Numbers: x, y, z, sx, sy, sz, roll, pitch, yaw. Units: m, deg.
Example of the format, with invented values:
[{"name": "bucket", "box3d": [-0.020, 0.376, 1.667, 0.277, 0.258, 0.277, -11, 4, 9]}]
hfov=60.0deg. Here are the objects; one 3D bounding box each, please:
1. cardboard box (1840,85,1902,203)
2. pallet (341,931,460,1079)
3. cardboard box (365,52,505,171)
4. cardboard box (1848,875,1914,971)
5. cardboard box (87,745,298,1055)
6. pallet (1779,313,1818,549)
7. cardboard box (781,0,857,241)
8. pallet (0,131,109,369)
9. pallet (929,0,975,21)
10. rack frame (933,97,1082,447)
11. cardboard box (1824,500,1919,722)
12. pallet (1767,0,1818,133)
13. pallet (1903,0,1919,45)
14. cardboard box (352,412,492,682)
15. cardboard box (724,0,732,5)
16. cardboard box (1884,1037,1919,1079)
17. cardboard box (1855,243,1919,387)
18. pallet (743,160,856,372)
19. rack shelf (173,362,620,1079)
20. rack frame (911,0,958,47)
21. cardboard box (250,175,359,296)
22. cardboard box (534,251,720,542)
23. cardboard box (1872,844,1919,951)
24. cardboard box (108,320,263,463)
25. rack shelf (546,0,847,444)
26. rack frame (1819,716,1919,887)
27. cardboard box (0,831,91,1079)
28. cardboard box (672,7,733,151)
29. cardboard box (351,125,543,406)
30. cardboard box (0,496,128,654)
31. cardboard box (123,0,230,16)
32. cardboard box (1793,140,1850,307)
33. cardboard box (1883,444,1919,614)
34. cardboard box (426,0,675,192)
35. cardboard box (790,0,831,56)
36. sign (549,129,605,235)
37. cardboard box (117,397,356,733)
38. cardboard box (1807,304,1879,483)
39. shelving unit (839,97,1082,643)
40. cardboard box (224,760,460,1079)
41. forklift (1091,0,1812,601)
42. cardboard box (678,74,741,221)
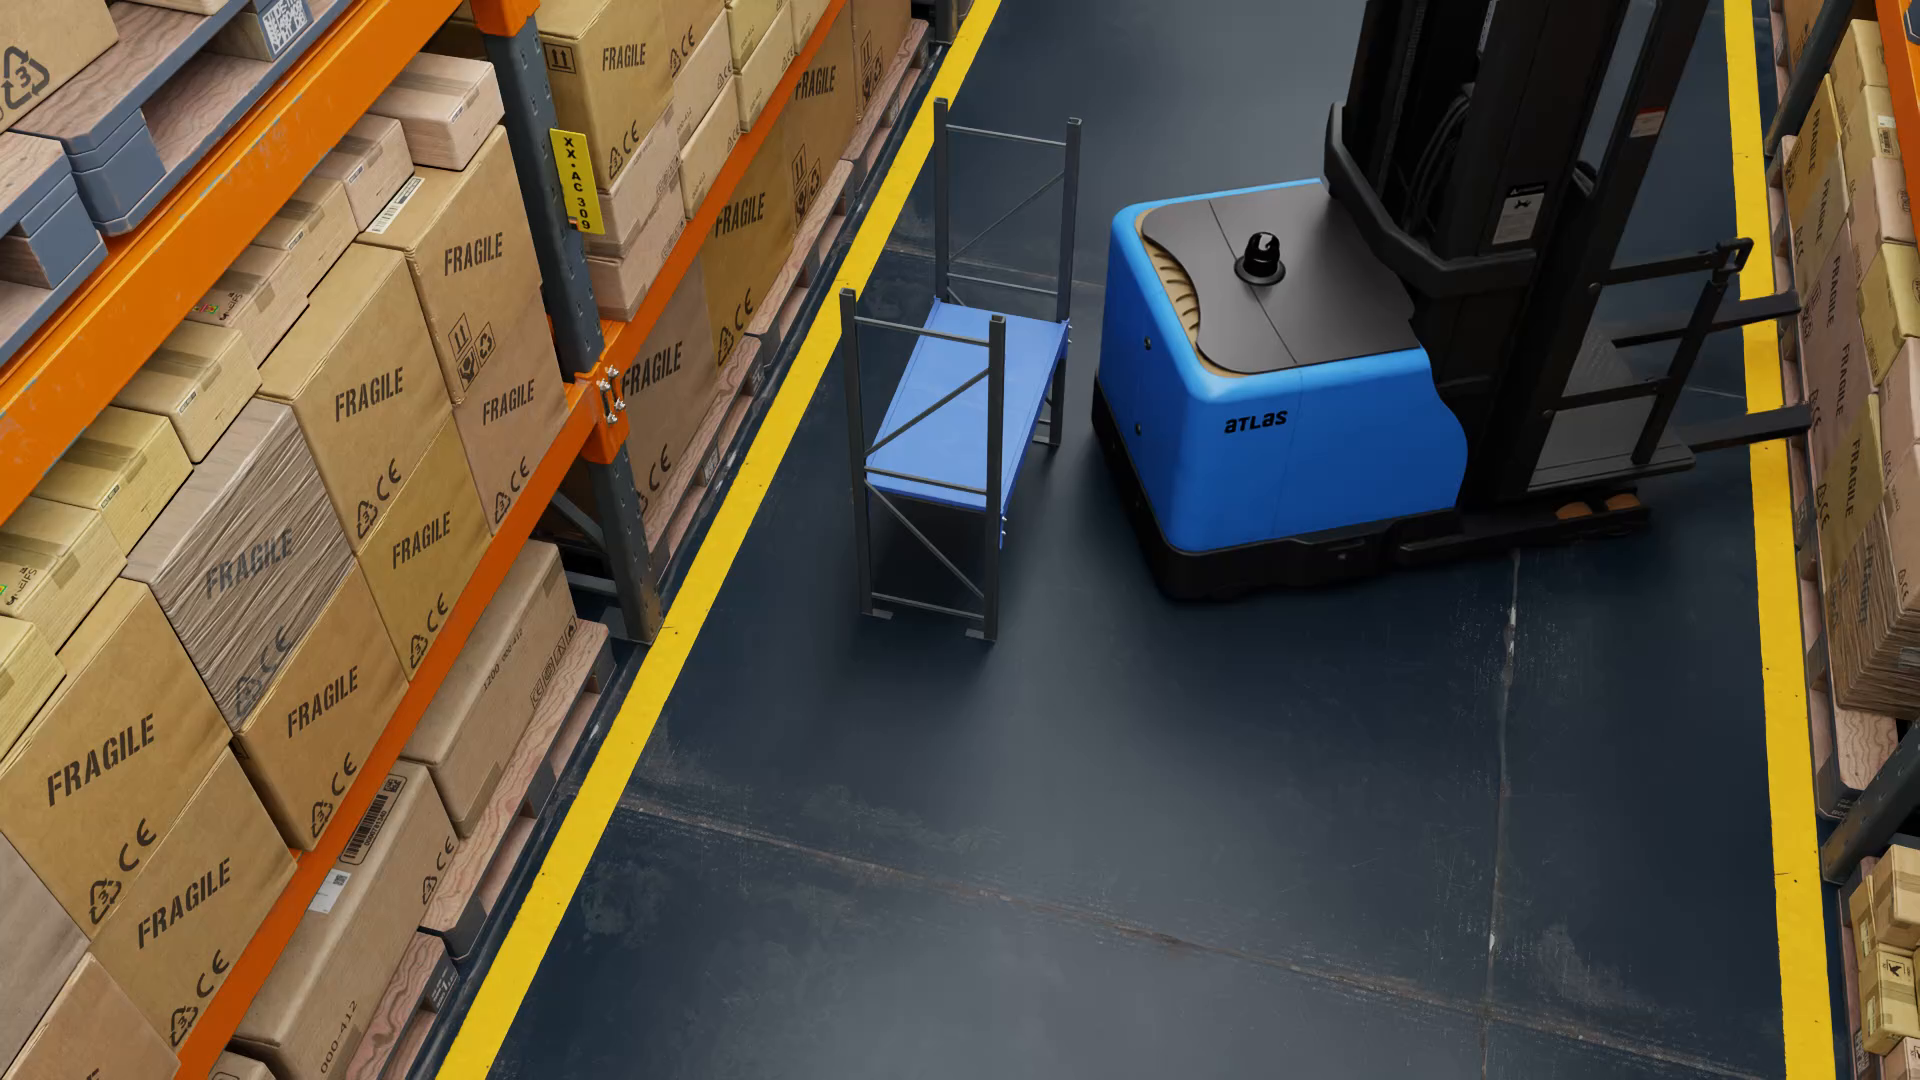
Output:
[{"name": "cardboard box", "box3d": [3.744, -1.486, 6.447, 0.500, 0.250, 0.500, 11, 49, 10]}, {"name": "pallet", "box3d": [-2.157, 1.589, 4.707, 1.003, 0.211, 1.213, 12, 50, 10]}, {"name": "cardboard box", "box3d": [-1.336, -1.047, 4.007, 0.380, 0.149, 0.250, 11, 49, 9]}, {"name": "cardboard box", "box3d": [2.834, 1.154, 4.852, 0.380, 0.149, 0.250, 10, 49, 8]}, {"name": "cardboard box", "box3d": [-1.838, 0.714, 3.552, 0.500, 0.500, 0.500, 13, 50, 11]}, {"name": "pallet", "box3d": [3.763, -0.376, 6.441, 1.003, 0.211, 1.213, 12, 50, 10]}, {"name": "cardboard box", "box3d": [-1.010, -1.955, 7.112, 0.875, 0.875, 0.875, 12, 50, 10]}, {"name": "pallet", "box3d": [-2.111, -0.248, 2.526, 1.003, 0.211, 1.213, 12, 50, 10]}, {"name": "pallet", "box3d": [-0.302, -3.289, 9.012, 1.003, 0.211, 1.213, 12, 50, 10]}, {"name": "rack frame", "box3d": [0.156, -0.926, 6.067, 0.500, 1.500, 0.032, 12, 50, 10]}, {"name": "cardboard box", "box3d": [3.192, 0.253, 5.413, 0.500, 0.500, 0.500, 11, 49, 9]}, {"name": "pallet", "box3d": [4.573, -2.376, 8.206, 1.003, 0.211, 1.213, 12, 50, 10]}, {"name": "pallet", "box3d": [4.208, -2.143, 6.269, 1.213, 0.211, 1.003, 12, 50, 10]}, {"name": "cardboard box", "box3d": [-1.568, -0.028, 4.207, 0.500, 0.500, 0.500, 10, 49, 9]}, {"name": "cardboard box", "box3d": [-0.927, -2.115, 5.383, 0.500, 0.500, 0.500, 10, 49, 9]}, {"name": "cardboard box", "box3d": [2.749, 1.537, 4.514, 0.380, 0.149, 0.250, 11, 50, 10]}, {"name": "cardboard box", "box3d": [3.466, -0.753, 5.801, 0.500, 0.250, 0.500, 10, 49, 8]}, {"name": "pallet", "box3d": [-1.113, -1.289, 7.247, 1.003, 0.211, 1.213, 12, 50, 10]}, {"name": "rack shelf", "box3d": [-2.088, 0.931, 3.908, 1.077, 0.370, 4.000, 12, 50, 10]}, {"name": "rack frame", "box3d": [-0.509, -3.647, 7.468, 1.000, 3.000, 0.127, 12, 50, 10]}, {"name": "cardboard box", "box3d": [-1.585, -0.699, 3.700, 0.380, 0.149, 0.250, 12, 50, 10]}, {"name": "cardboard box", "box3d": [-1.476, -0.654, 5.964, 0.875, 0.875, 0.875, 13, 50, 11]}, {"name": "cardboard box", "box3d": [2.836, 1.055, 4.741, 0.380, 0.149, 0.250, 14, 50, 12]}, {"name": "cardboard box", "box3d": [-1.666, -0.324, 3.369, 0.380, 0.149, 0.250, 11, 50, 10]}, {"name": "rack shelf", "box3d": [-1.036, -1.962, 6.461, 1.077, 0.370, 4.000, 12, 50, 10]}, {"name": "rack frame", "box3d": [3.240, 0.150, 4.117, 1.000, 3.000, 0.127, 12, 50, 10]}, {"name": "cardboard box", "box3d": [-1.957, 0.736, 2.867, 0.500, 0.500, 0.500, 11, 50, 10]}, {"name": "cardboard box", "box3d": [-1.064, -1.515, 5.353, 0.500, 0.250, 0.500, 12, 50, 11]}, {"name": "cardboard box", "box3d": [-1.420, -0.722, 4.153, 0.500, 0.500, 0.500, 11, 50, 10]}, {"name": "cardboard box", "box3d": [-1.784, 0.046, 3.042, 0.380, 0.149, 0.250, 12, 50, 10]}, {"name": "cardboard box", "box3d": [-1.491, -1.119, 3.057, 0.380, 0.149, 0.250, 13, 50, 11]}, {"name": "cardboard box", "box3d": [3.732, -1.230, 6.722, 0.500, 0.500, 0.500, 12, 50, 10]}, {"name": "cardboard box", "box3d": [3.192, 0.001, 5.135, 0.500, 0.250, 0.500, 10, 49, 9]}, {"name": "cardboard box", "box3d": [-1.169, -1.379, 4.733, 0.500, 0.500, 0.500, 12, 50, 10]}, {"name": "cardboard box", "box3d": [-0.766, -2.072, 6.178, 0.500, 0.250, 0.500, 11, 49, 9]}, {"name": "sign", "box3d": [-1.026, -0.958, 4.465, 0.100, 0.325, 0.005, 12, 50, 10]}, {"name": "cardboard box", "box3d": [-1.686, 0.013, 3.504, 0.500, 0.500, 0.500, 12, 50, 11]}, {"name": "cardboard box", "box3d": [3.466, -0.488, 6.067, 0.500, 0.500, 0.500, 11, 49, 9]}, {"name": "shelving unit", "box3d": [0.022, -0.558, 5.742, 0.538, 1.500, 1.048, 12, 50, 10]}, {"name": "cardboard box", "box3d": [-2.066, 1.036, 4.764, 0.875, 0.438, 0.875, 10, 49, 9]}, {"name": "forklift", "box3d": [2.092, -1.332, 5.471, 3.031, 2.935, 1.130, -10, 49, -9]}, {"name": "cardboard box", "box3d": [-1.057, -1.345, 5.536, 0.500, 0.250, 0.500, 10, 49, 9]}]
